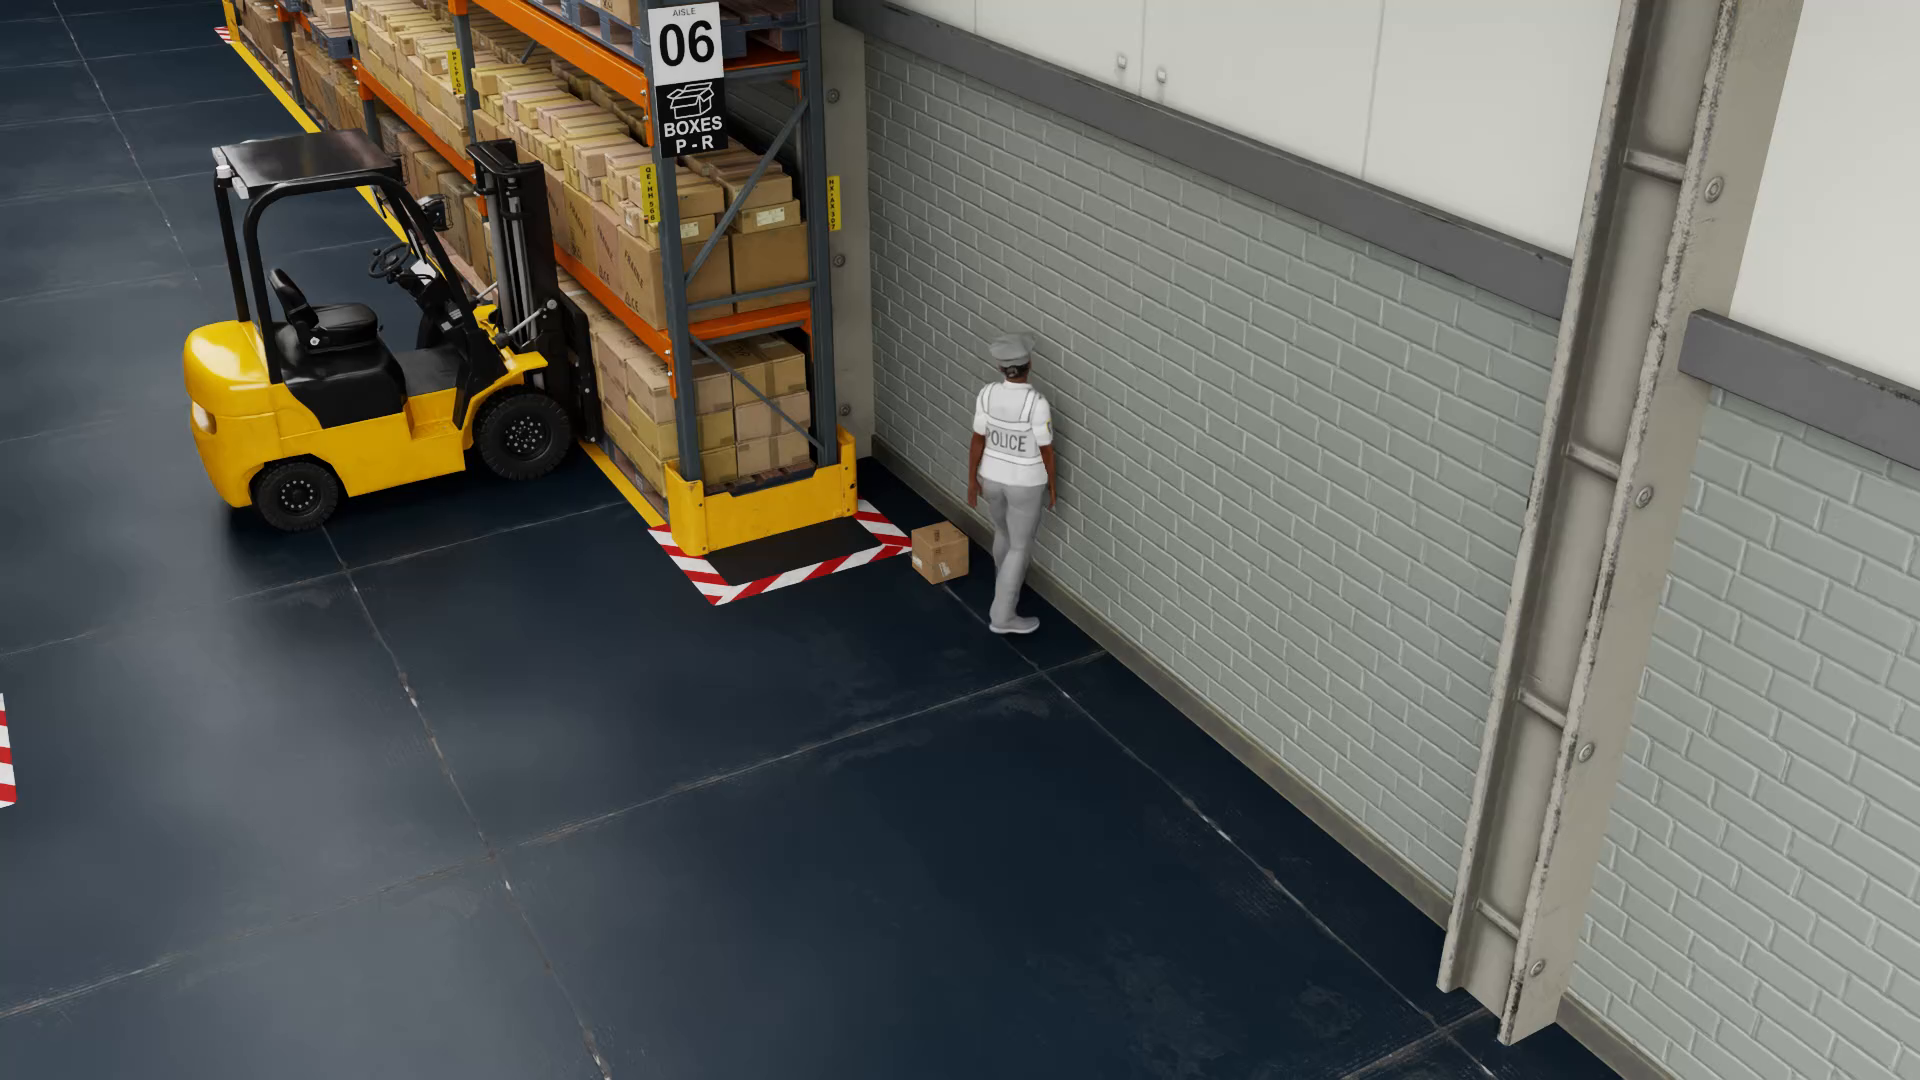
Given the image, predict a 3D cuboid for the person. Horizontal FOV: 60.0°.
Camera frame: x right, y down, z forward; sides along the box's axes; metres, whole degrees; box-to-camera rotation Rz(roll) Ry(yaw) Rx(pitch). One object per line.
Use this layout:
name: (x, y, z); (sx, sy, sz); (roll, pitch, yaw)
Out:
person: (0.307, -0.334, 9.123); (0.503, 1.651, 0.667); (19, 35, 31)
